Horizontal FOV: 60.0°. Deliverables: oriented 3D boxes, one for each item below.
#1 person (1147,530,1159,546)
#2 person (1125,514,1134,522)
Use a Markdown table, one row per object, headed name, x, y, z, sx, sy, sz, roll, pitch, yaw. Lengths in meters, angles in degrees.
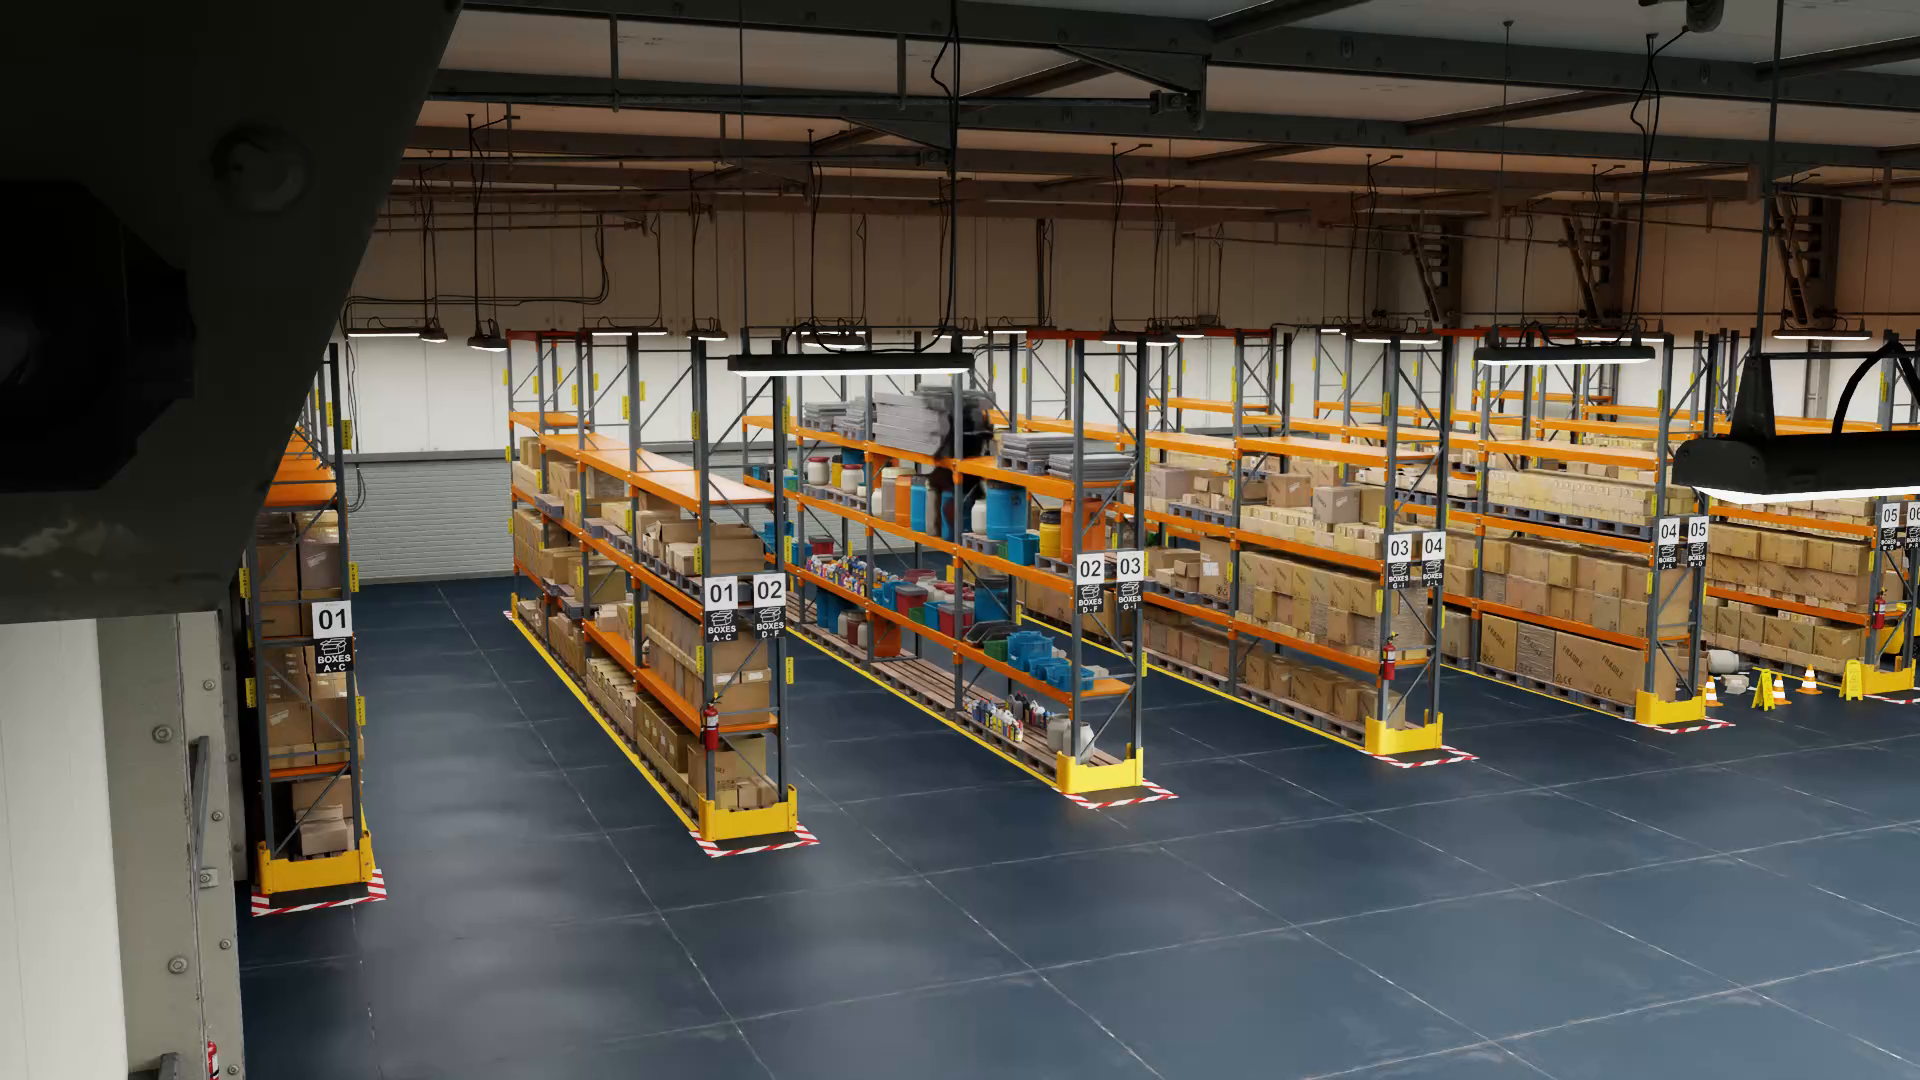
| name | x | y | z | sx | sy | sz | roll | pitch | yaw |
| --- | --- | --- | --- | --- | --- | --- | --- | --- | --- |
| person | 4.747 | -0.230 | 41.963 | 0.683 | 1.728 | 0.944 | 1 | 8 | 4 |
| person | 3.886 | 0.253 | 38.267 | 0.672 | 1.826 | 0.801 | -3 | 8 | -19 |
